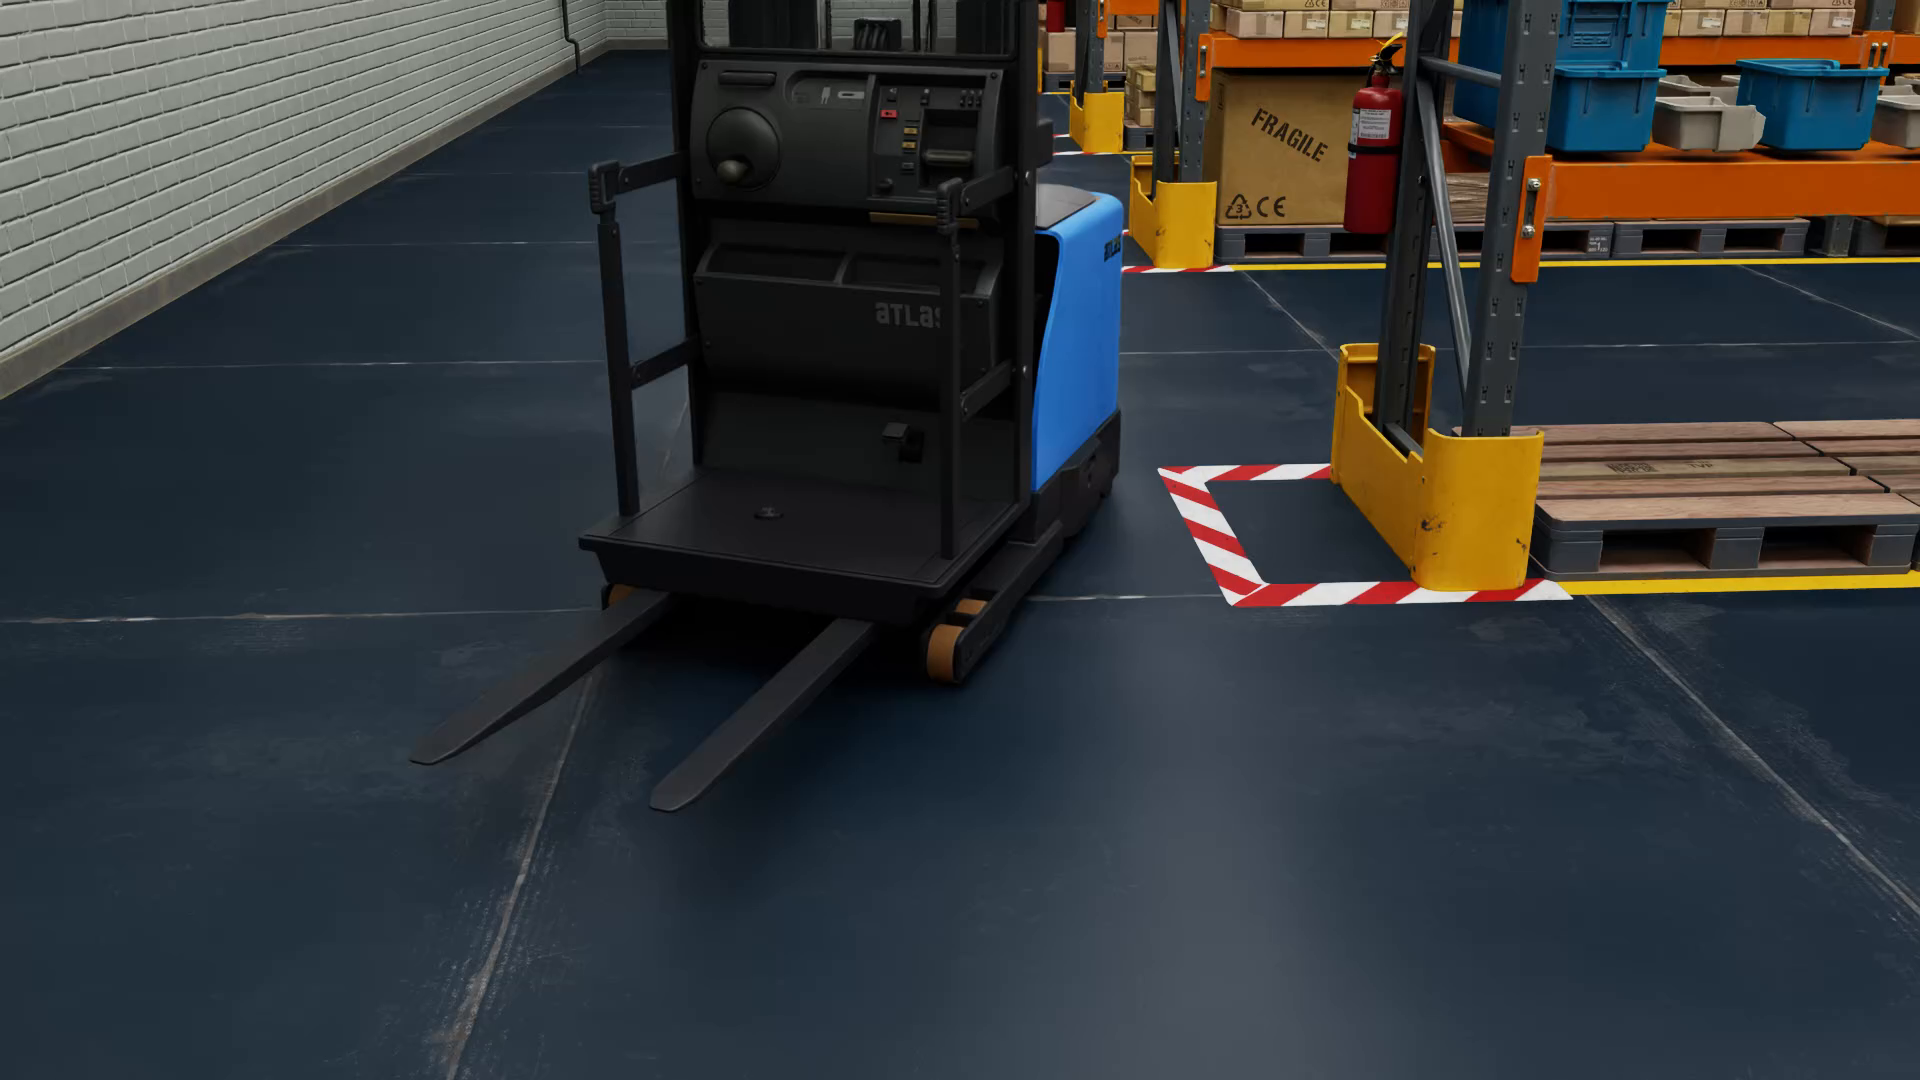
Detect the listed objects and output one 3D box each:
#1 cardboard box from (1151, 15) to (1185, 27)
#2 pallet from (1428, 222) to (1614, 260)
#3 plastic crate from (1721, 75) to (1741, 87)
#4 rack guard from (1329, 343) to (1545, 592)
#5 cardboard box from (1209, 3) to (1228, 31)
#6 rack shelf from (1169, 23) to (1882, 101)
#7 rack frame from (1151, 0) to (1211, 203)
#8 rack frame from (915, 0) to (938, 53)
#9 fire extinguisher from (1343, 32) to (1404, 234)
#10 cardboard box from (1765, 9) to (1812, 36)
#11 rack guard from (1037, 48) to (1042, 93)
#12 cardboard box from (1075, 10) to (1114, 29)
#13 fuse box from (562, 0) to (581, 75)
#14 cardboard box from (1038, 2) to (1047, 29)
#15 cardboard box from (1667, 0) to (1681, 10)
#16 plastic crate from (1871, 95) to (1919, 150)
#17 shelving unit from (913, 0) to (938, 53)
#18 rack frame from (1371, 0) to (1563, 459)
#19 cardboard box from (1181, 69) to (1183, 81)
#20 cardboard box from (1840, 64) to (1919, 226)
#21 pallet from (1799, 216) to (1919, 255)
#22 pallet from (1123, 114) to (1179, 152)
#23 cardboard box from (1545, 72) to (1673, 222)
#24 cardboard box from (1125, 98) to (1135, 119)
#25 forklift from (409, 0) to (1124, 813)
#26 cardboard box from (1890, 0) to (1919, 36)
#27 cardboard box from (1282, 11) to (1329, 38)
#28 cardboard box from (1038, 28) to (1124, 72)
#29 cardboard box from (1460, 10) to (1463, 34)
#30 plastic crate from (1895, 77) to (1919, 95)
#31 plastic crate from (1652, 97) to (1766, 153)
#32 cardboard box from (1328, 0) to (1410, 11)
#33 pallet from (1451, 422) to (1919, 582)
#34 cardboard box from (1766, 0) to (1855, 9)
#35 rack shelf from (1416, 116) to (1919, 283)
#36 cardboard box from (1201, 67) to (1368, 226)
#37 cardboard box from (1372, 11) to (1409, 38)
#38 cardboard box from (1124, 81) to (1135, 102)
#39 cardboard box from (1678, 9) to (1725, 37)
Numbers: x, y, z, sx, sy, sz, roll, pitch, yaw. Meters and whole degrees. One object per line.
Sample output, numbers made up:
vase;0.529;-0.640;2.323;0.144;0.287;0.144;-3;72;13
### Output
cardboard box;2.981;-7.529;24.105;0.500;0.500;0.700;-2;21;-5
pallet;3.335;-1.979;10.522;1.213;0.211;1.003;-1;21;-3
plastic crate;2.702;-1.441;5.478;0.243;0.136;0.396;-1;21;-3
rack guard;1.585;-0.282;5.658;0.348;0.500;1.175;-1;21;-3
cardboard box;1.662;-3.221;10.219;0.250;0.149;0.380;-1;21;-2
rack shelf;3.322;-2.919;10.083;4.000;0.370;1.077;-1;21;-3
rack frame;1.326;-3.214;9.848;0.127;3.000;1.000;-1;21;-3
rack frame;-0.125;-1.405;6.361;0.015;2.100;0.400;-4;21;-10
fire extinguisher;1.432;-1.403;5.723;0.183;0.674;0.296;-1;21;-3
cardboard box;4.776;-3.050;9.770;0.250;0.149;0.380;-1;21;-2
rack guard;0.736;-5.566;19.538;0.348;0.500;1.175;-1;21;-3
cardboard box;1.945;-7.508;24.049;0.500;0.500;0.700;0;21;-1
fuse box;-4.842;-6.759;20.969;0.414;1.711;0.539;-1;21;-3
cardboard box;1.089;-7.506;24.039;0.637;0.503;0.797;-2;21;-5
cardboard box;3.867;-3.241;9.710;0.500;0.250;0.500;-1;21;-2
plastic crate;2.876;-1.239;4.945;0.298;0.136;0.250;-1;21;-3
shelving unit;-0.365;-1.389;6.318;0.503;2.100;0.431;-4;21;-10
rack frame;1.608;-1.455;5.227;0.127;3.000;1.000;-1;21;-3
cardboard box;1.954;-4.059;14.646;0.250;0.149;0.380;-1;21;-2
cardboard box;5.957;-2.519;10.418;0.875;0.875;1.225;-1;21;-3
pallet;6.085;-2.035;10.669;1.213;0.211;1.003;-1;21;-3
pallet;2.032;-3.681;14.992;1.213;0.211;1.003;-1;21;-3
cardboard box;3.757;-2.496;10.356;0.875;0.875;0.875;-1;21;-3
cardboard box;1.657;-3.927;15.137;0.250;0.149;0.380;-1;21;-2
forklift;-0.400;-1.137;4.489;1.130;2.935;3.031;7;22;19
cardboard box;5.793;-3.263;9.835;0.500;0.500;0.500;-1;21;-3
cardboard box;1.955;-2.993;9.619;0.250;0.149;0.380;-1;21;-4
cardboard box;1.413;-5.783;19.604;0.875;0.438;0.875;-2;21;-5
cardboard box;2.983;-3.014;9.675;0.250;0.149;0.380;-1;21;-4
plastic crate;3.274;-1.468;5.548;0.250;0.136;0.298;-1;21;-3
plastic crate;2.199;-1.225;4.909;0.298;0.136;0.250;-1;21;-3
cardboard box;2.339;-3.210;9.630;0.500;0.250;0.500;-1;21;-4
pallet;2.434;-0.155;5.731;1.213;0.211;1.003;-1;21;-3
cardboard box;4.893;-3.262;9.767;0.500;0.250;0.500;-2;21;-4
rack shelf;3.605;-1.159;5.462;4.000;0.370;1.077;-1;21;-3
cardboard box;1.960;-2.459;10.260;0.875;0.875;0.875;-1;21;-3
cardboard box;2.471;-3.004;9.648;0.250;0.149;0.380;-1;21;-4
cardboard box;1.654;-4.093;15.155;0.250;0.149;0.380;-2;21;-5
cardboard box;4.263;-3.040;9.743;0.250;0.149;0.380;-1;21;-2
